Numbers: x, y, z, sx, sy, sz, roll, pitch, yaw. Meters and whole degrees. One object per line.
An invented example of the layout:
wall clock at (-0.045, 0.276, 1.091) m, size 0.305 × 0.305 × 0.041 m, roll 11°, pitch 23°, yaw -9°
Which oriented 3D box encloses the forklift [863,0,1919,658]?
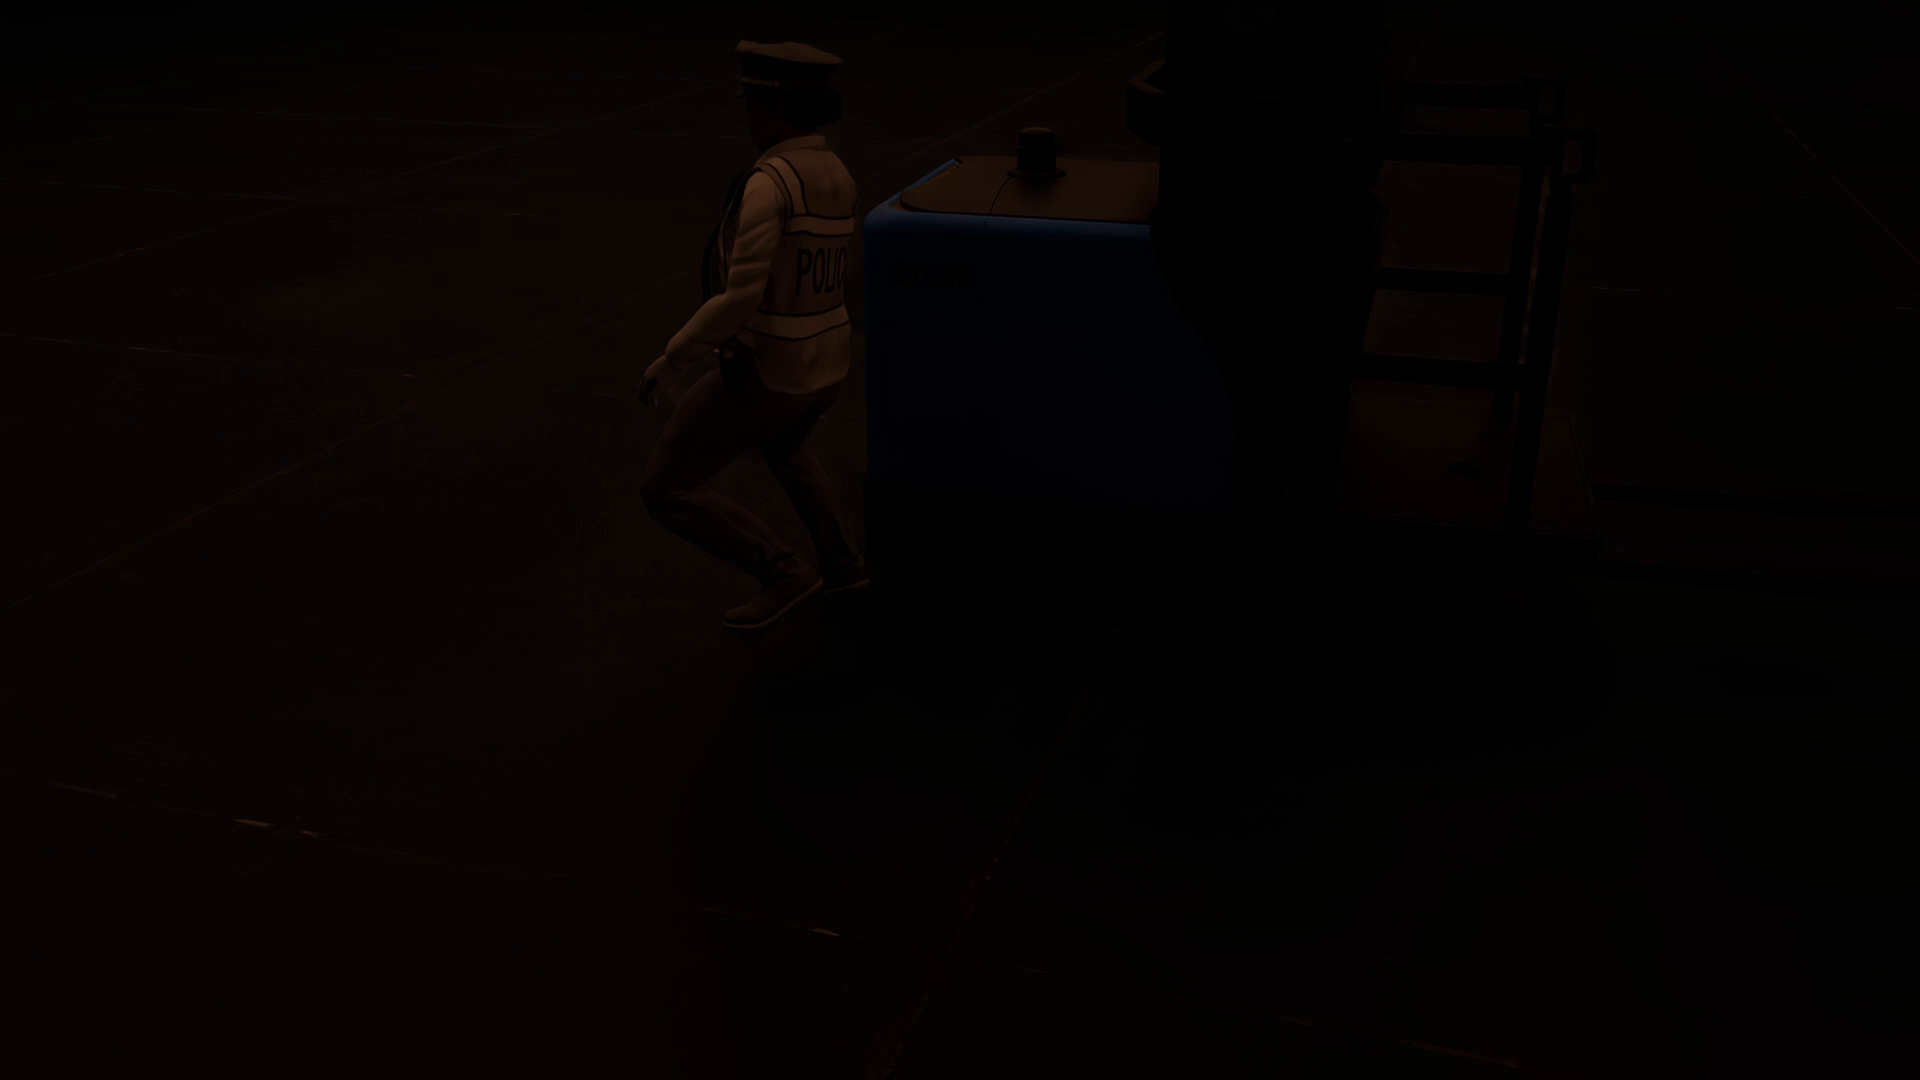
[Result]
forklift at (1.298, -1.270, 4.357) m, size 3.031 × 2.935 × 1.130 m, roll 6°, pitch 23°, yaw 14°

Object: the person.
person at (-0.507, -0.451, 4.264) m, size 0.490 × 1.598 × 0.721 m, roll 12°, pitch 25°, yaw 26°
